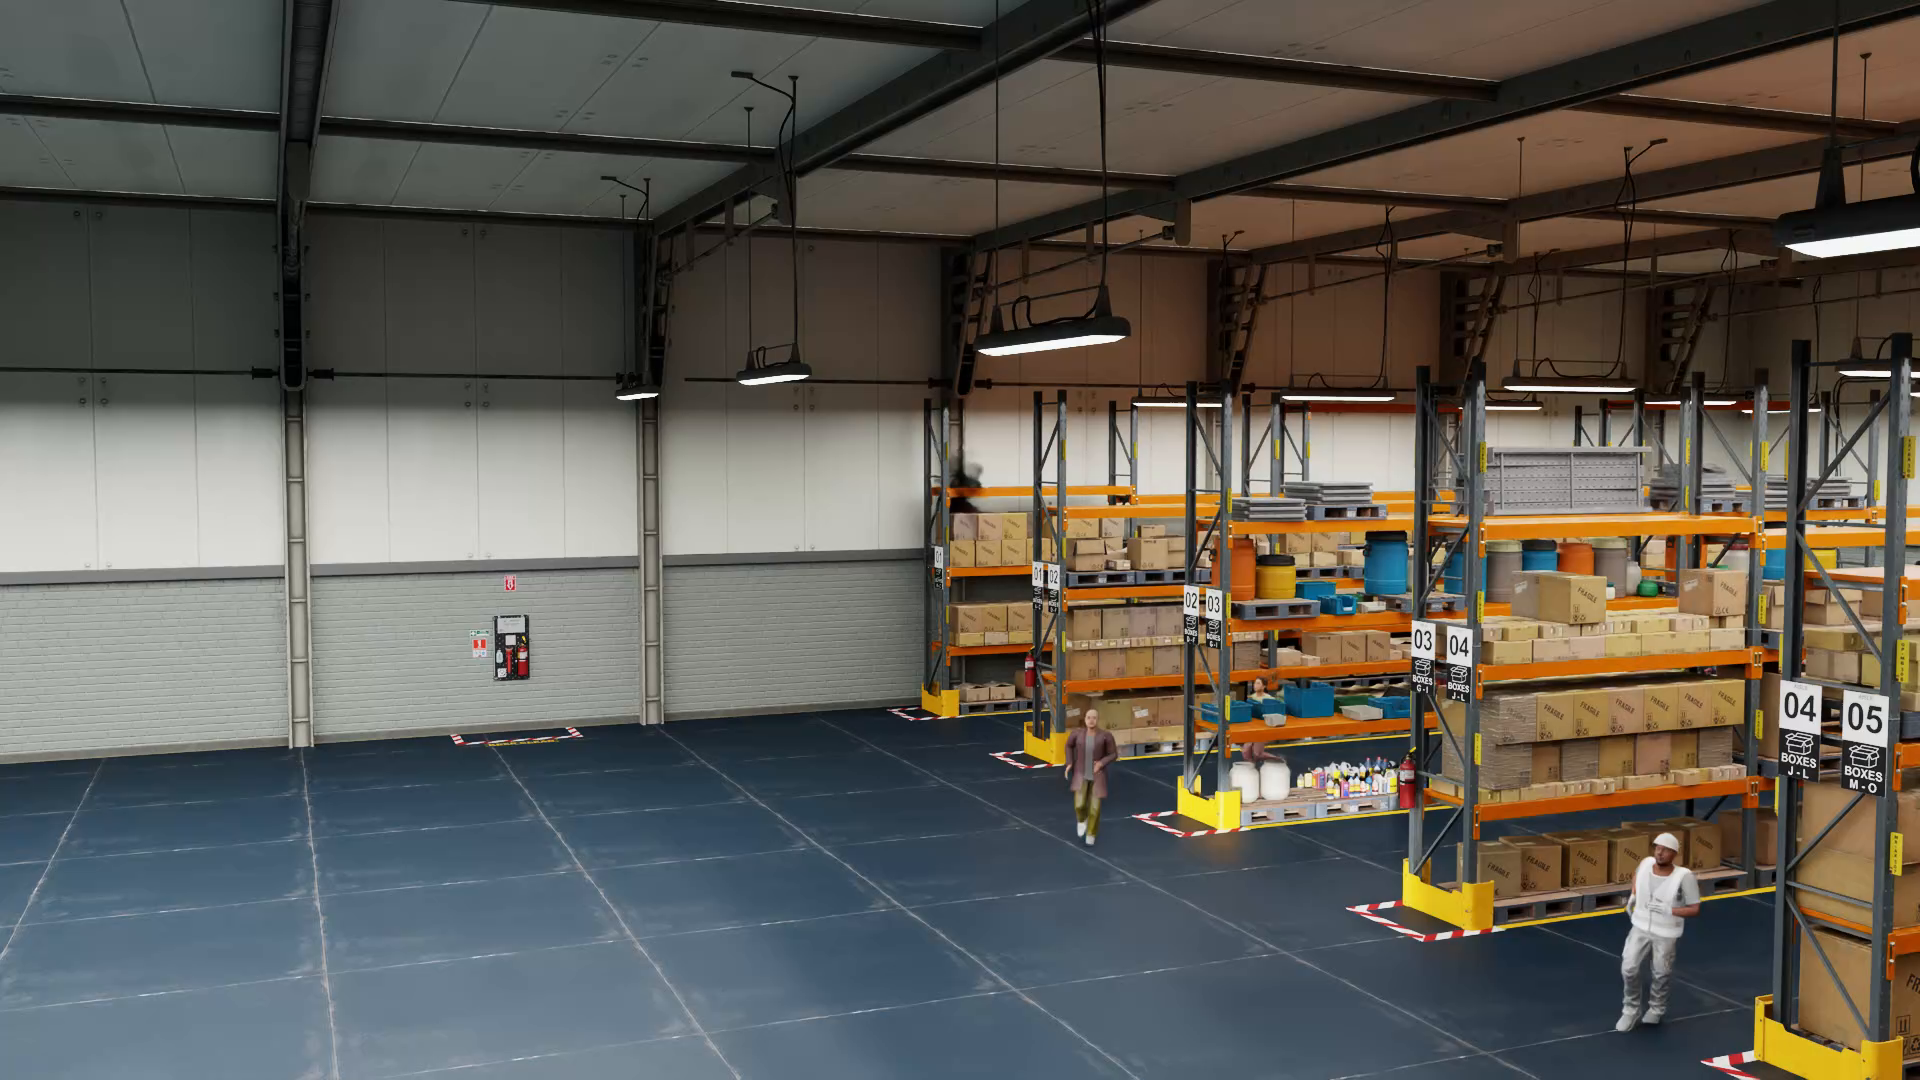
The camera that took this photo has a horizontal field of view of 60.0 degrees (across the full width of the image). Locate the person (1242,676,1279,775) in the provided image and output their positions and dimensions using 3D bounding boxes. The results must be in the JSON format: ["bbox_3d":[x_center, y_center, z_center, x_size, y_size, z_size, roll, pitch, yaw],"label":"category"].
[{"bbox_3d":[4.541,2.868,25.181,0.635,1.621,0.581,-2,4,-36],"label":"person"}]

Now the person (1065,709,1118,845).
[{"bbox_3d":[1.657,3.044,21.291,0.707,1.737,0.626,1,3,11],"label":"person"}]

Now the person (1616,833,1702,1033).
[{"bbox_3d":[6.133,3.437,14.511,0.677,1.803,0.636,3,5,44],"label":"person"}]
